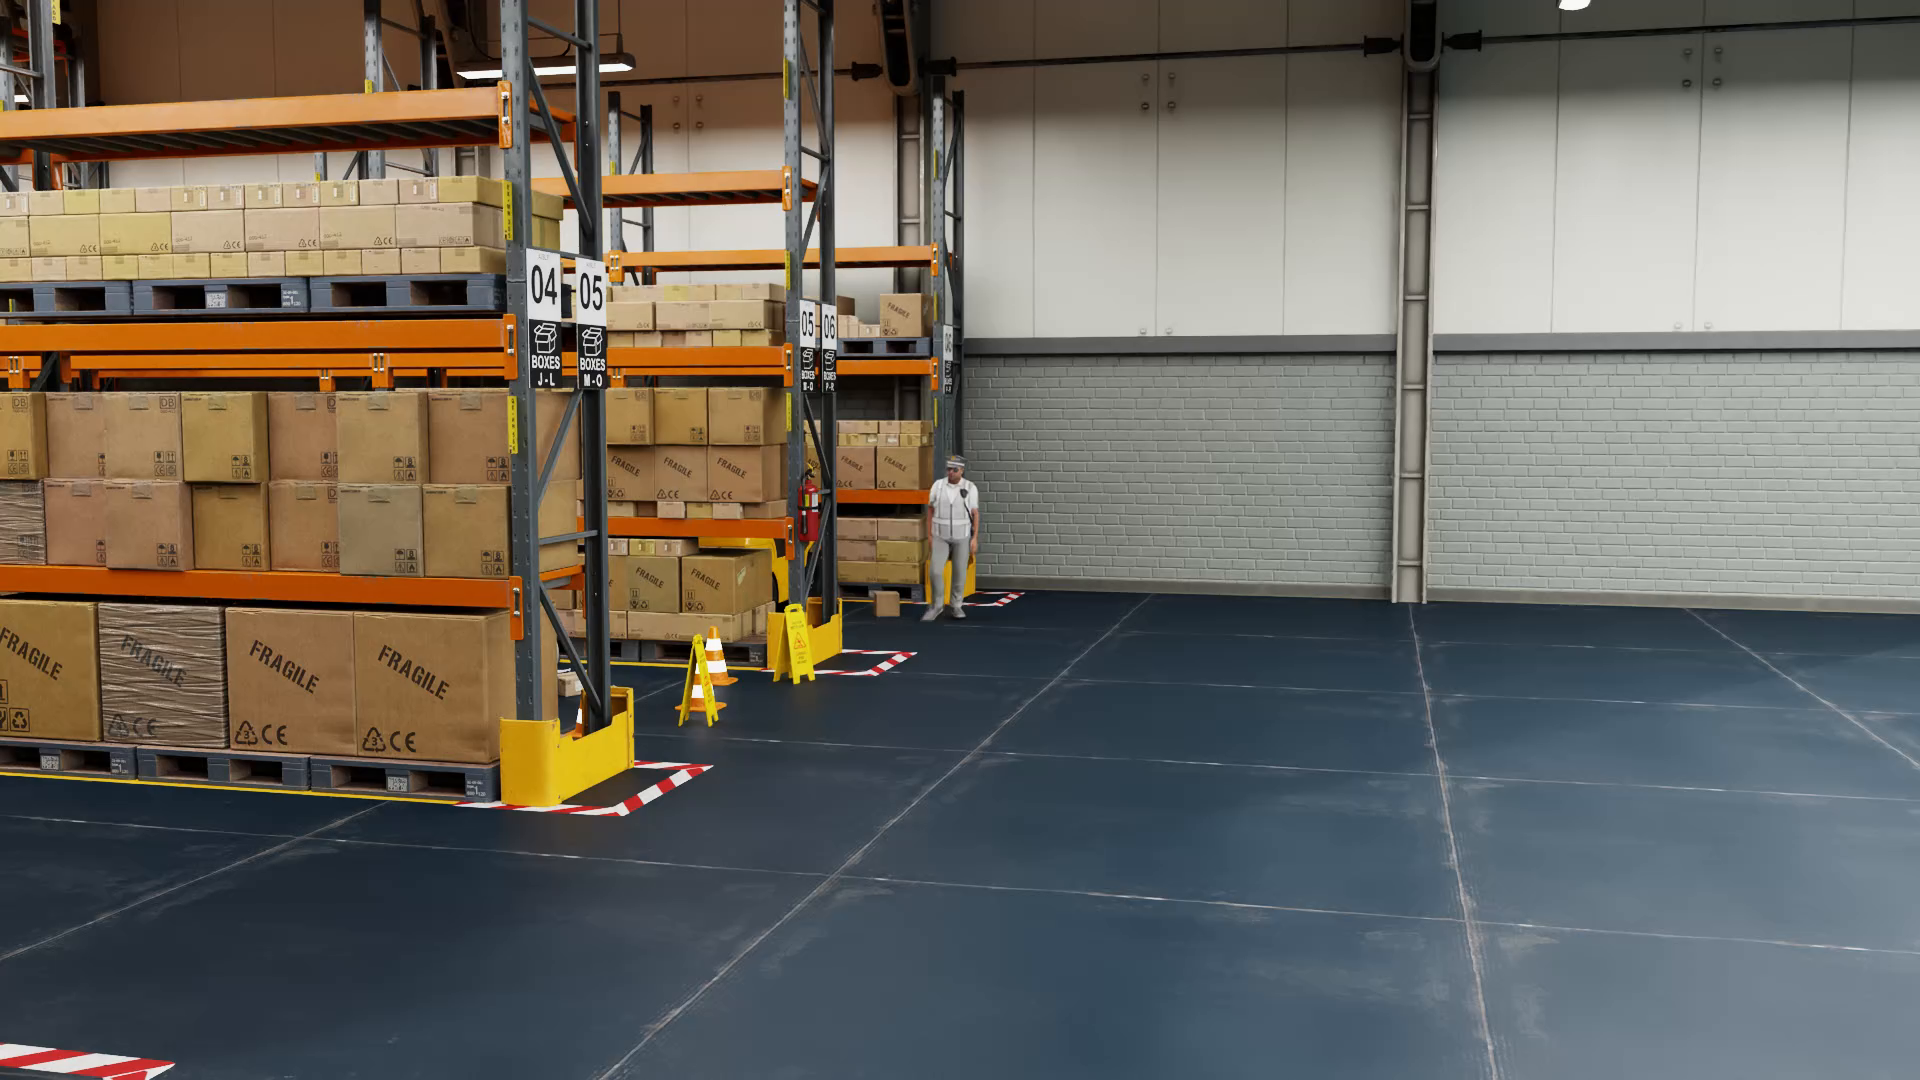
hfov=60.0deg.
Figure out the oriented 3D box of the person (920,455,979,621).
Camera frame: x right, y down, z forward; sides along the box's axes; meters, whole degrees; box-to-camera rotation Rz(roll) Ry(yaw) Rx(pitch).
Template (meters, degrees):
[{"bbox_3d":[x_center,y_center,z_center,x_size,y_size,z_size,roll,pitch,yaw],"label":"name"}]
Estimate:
[{"bbox_3d":[-0.111,-0.017,17.691,0.619,1.784,0.487,0,5,0],"label":"person"}]
